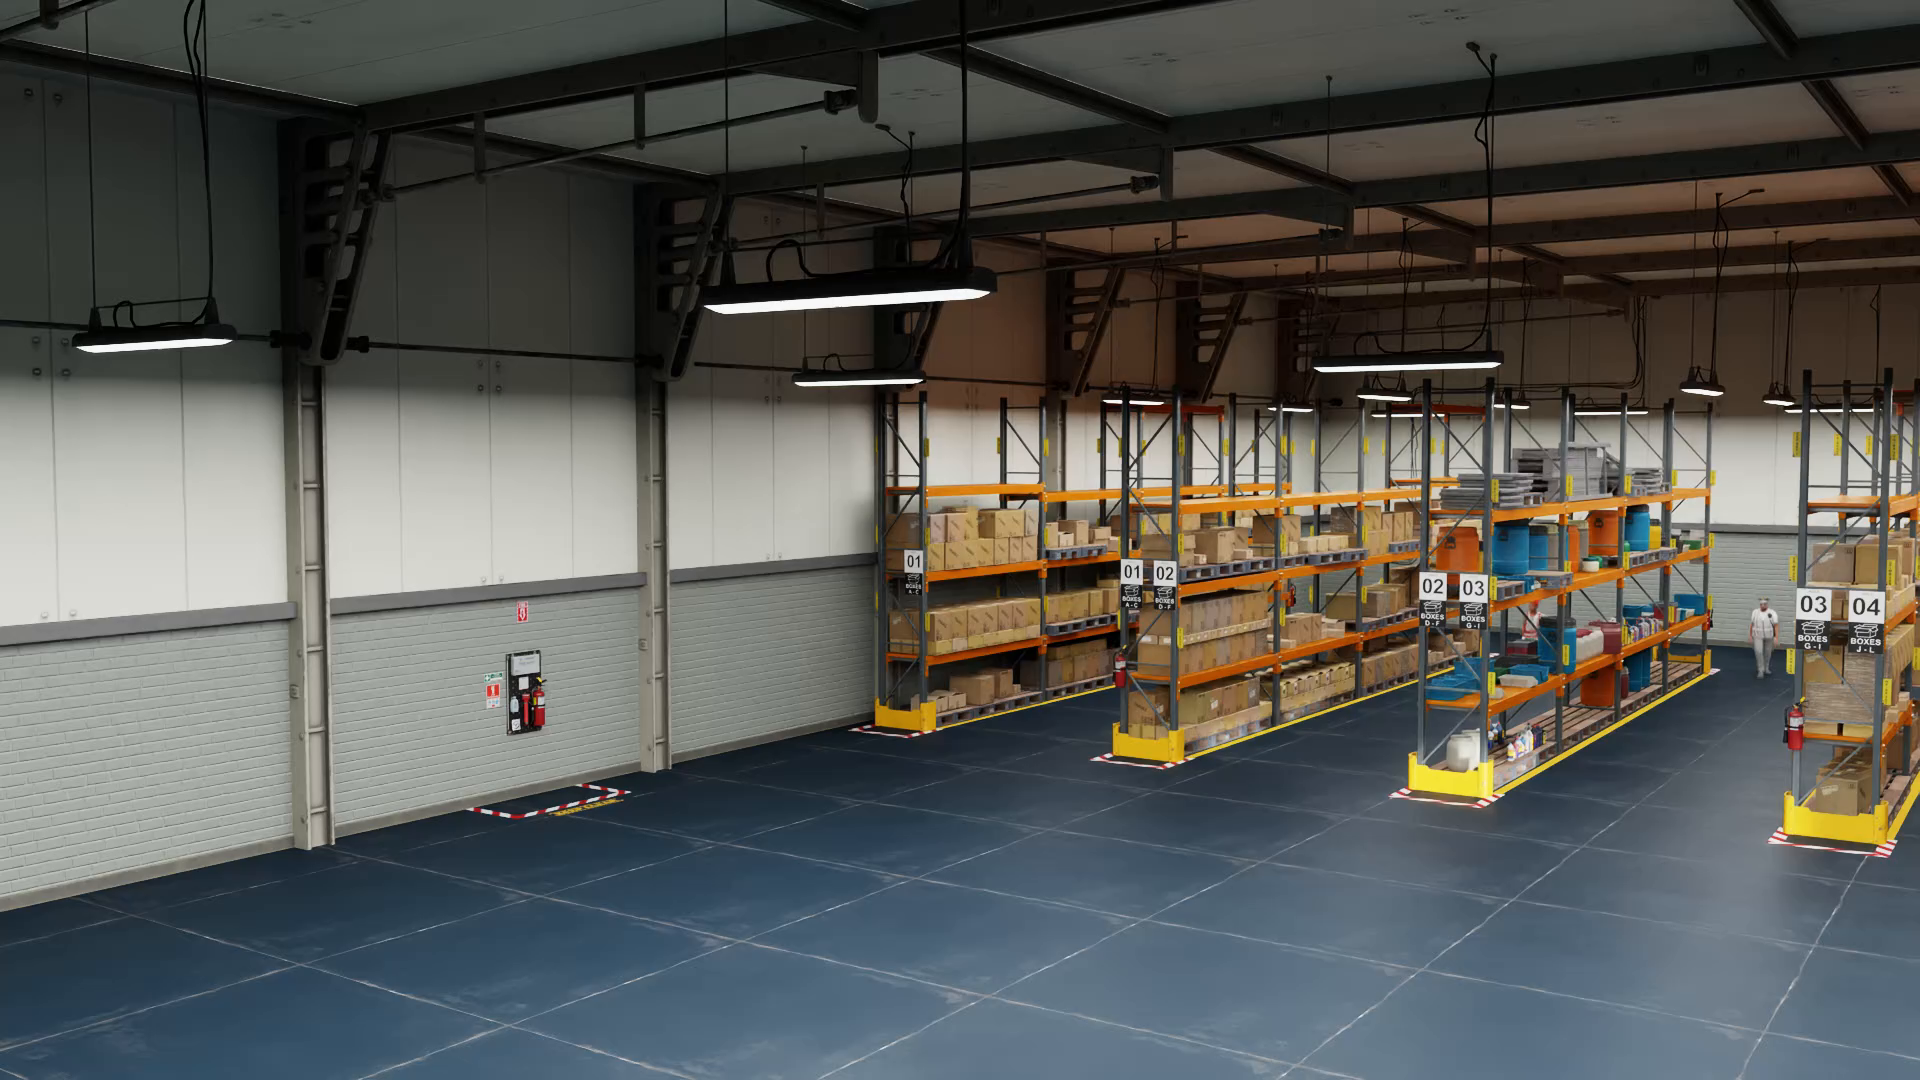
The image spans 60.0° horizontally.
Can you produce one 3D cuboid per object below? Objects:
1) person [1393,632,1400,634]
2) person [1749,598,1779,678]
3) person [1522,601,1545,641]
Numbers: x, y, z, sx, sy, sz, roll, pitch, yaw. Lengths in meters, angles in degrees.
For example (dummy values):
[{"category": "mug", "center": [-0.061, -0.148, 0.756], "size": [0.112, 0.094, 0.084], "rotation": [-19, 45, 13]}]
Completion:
[{"category": "person", "center": [11.717, 1.683, 44.719], "size": [0.454, 1.647, 0.742], "rotation": [-1, 3, -14]}, {"category": "person", "center": [17.581, 2.112, 36.310], "size": [0.556, 1.712, 0.992], "rotation": [1, 3, 16]}, {"category": "person", "center": [12.245, 2.129, 35.581], "size": [0.556, 1.721, 1.050], "rotation": [2, 4, 30]}]
